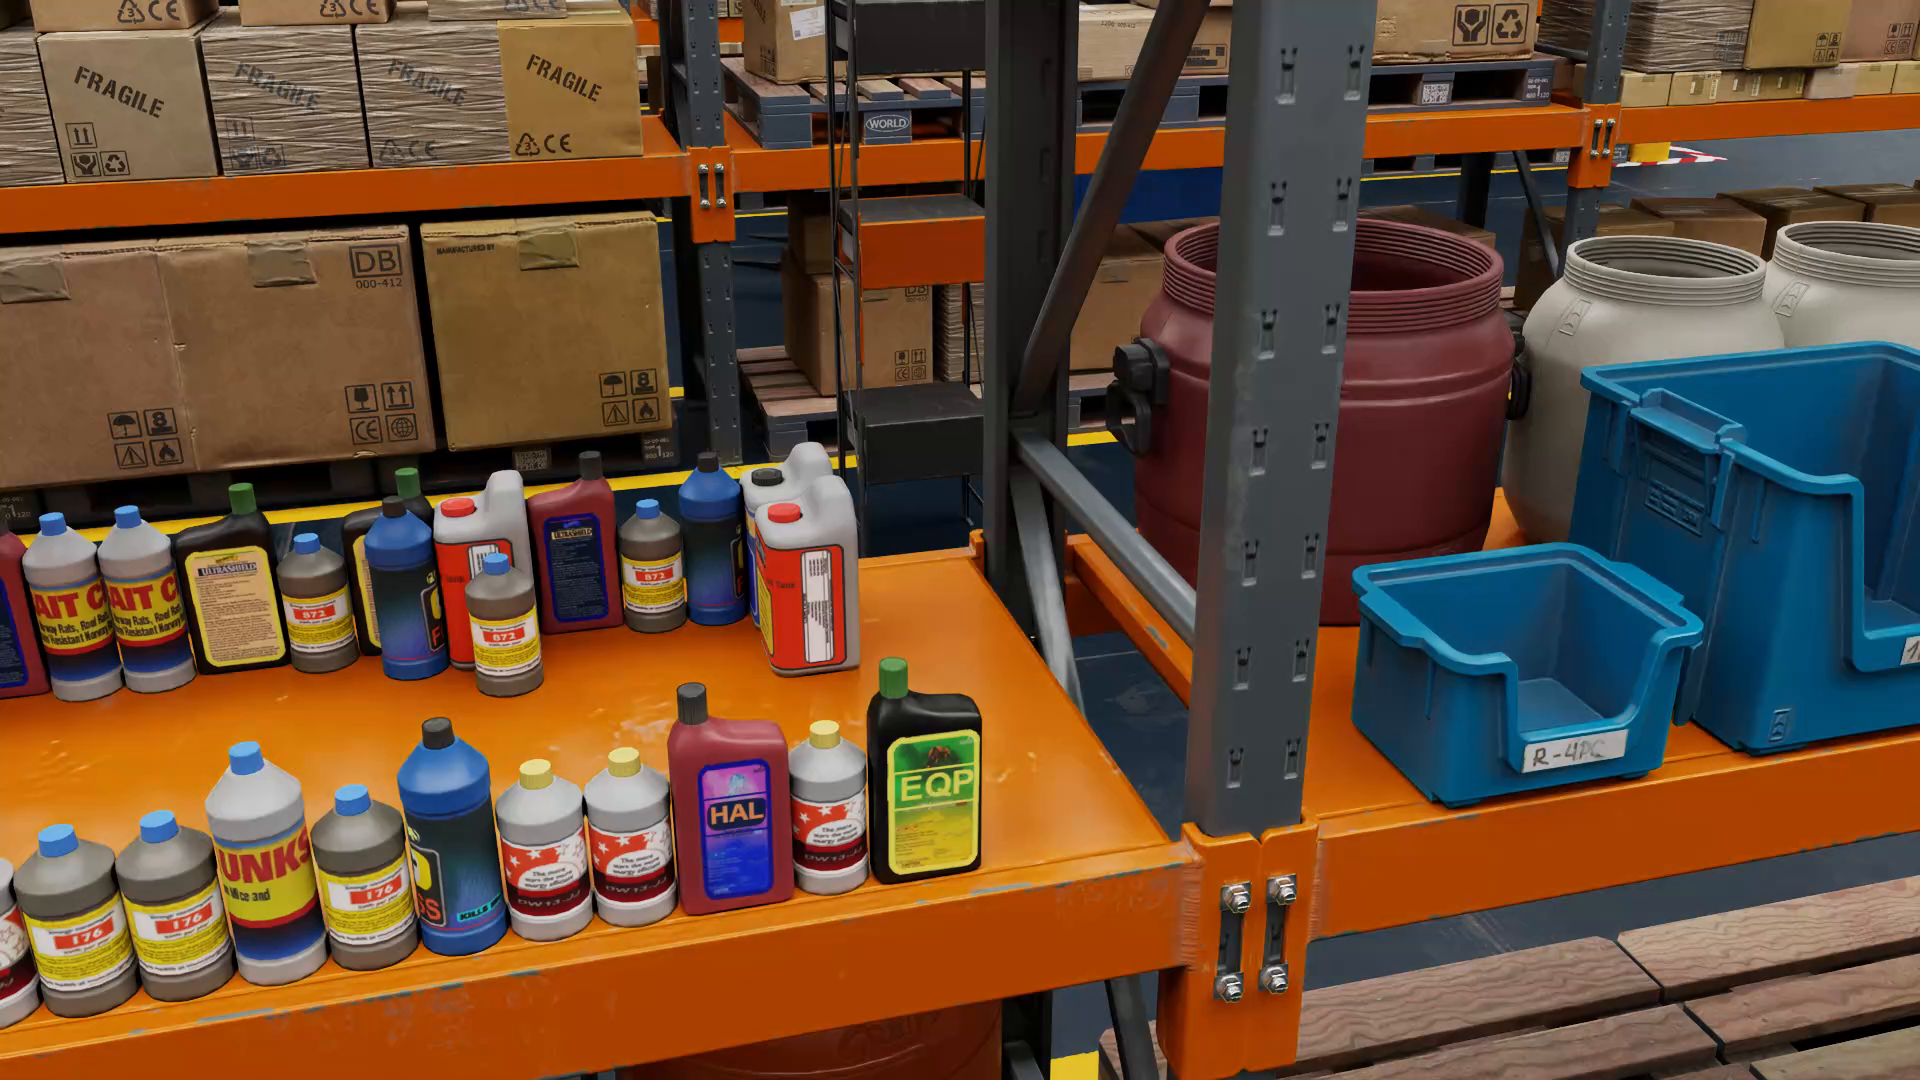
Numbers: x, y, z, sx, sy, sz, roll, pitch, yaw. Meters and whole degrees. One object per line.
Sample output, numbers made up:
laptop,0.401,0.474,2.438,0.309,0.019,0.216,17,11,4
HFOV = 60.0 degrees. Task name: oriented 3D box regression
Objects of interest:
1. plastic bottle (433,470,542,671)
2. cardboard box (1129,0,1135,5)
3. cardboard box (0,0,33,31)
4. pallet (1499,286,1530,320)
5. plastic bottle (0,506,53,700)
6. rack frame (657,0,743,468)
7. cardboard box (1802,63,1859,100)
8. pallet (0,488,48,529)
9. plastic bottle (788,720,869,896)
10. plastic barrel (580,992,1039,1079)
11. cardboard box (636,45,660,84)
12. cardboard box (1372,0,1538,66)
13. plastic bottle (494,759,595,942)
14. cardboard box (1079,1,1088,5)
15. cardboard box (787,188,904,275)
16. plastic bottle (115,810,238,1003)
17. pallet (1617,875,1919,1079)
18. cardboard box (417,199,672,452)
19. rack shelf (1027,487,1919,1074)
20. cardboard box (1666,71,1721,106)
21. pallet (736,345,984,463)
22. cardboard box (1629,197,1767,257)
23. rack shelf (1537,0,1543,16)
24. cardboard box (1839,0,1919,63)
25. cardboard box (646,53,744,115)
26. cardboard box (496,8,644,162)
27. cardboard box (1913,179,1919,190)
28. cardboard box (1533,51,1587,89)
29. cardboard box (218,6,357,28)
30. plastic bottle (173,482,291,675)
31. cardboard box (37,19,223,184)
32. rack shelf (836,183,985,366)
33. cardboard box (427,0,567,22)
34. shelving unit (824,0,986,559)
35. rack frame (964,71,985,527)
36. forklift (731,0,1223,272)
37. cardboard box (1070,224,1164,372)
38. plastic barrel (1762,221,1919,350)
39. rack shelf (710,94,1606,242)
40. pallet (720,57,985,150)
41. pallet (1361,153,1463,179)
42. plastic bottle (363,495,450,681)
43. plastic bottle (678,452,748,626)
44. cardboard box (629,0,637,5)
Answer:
plastic bottle,-0.717,0.038,2.514,0.135,0.276,0.152,-6,24,-14
cardboard box,1.073,-4.080,11.829,0.500,0.500,0.500,-6,24,-15
cardboard box,-3.680,-2.092,5.924,0.637,0.503,0.797,-6,24,-14
pallet,3.383,-1.101,8.549,1.213,0.211,1.003,-6,24,-14
plastic bottle,-1.396,0.091,2.381,0.133,0.283,0.061,-6,24,-14
rack frame,-1.105,-1.872,6.808,0.127,3.000,1.000,-6,24,-14
cardboard box,4.002,-2.191,7.871,0.250,0.149,0.380,-6,24,-14
pallet,-4.234,-0.275,6.623,1.213,0.211,1.003,-6,24,-14
plastic bottle,-0.158,0.310,1.974,0.097,0.201,0.097,0,23,0
plastic barrel,-0.234,0.872,2.634,0.708,0.830,0.600,-6,24,-14
cardboard box,-3.236,-4.676,16.143,0.625,0.372,0.950,-8,24,-18
cardboard box,1.943,-2.735,7.527,1.000,1.000,1.000,-6,24,-14
plastic bottle,-0.474,0.345,1.893,0.097,0.201,0.097,0,23,0
cardboard box,0.427,-2.283,7.405,0.258,0.266,0.396,-7,24,-16
cardboard box,-0.468,-1.353,7.259,0.500,0.250,0.500,-5,24,-12
plastic bottle,-0.849,0.387,1.796,0.097,0.201,0.097,0,23,0
pallet,2.161,1.094,3.433,1.213,0.211,1.003,-6,24,-14
cardboard box,-1.775,-1.023,6.991,0.875,0.875,1.225,-7,24,-17
rack shelf,2.158,0.126,3.064,4.000,0.370,1.077,-6,24,-14
cardboard box,3.278,-2.113,7.688,0.250,0.149,0.380,-6,24,-14
pallet,-0.353,-0.673,7.551,1.213,0.211,1.003,-6,24,-14
cardboard box,3.691,-1.433,8.424,0.500,0.500,0.500,1,23,3
rack shelf,3.429,-4.074,12.853,4.000,0.370,1.077,-6,24,-14
cardboard box,4.141,-2.636,8.086,0.500,0.500,0.875,-6,24,-14
cardboard box,-1.737,-2.955,11.654,0.750,0.750,1.050,-7,24,-15
cardboard box,-1.514,-1.771,6.447,0.500,0.500,0.500,-6,24,-13
cardboard box,5.425,-1.631,8.885,0.500,0.500,0.500,0,23,0
cardboard box,2.874,-2.317,8.164,0.250,0.149,0.380,-6,24,-14
cardboard box,-2.635,-1.857,6.648,0.500,0.500,0.500,-7,24,-15
plastic bottle,-1.080,0.057,2.462,0.133,0.283,0.061,-6,24,-14
cardboard box,-2.984,-1.610,6.071,0.500,0.500,0.500,-6,24,-13
rack shelf,-0.159,-0.935,5.800,0.480,0.518,0.431,-6,24,-14
cardboard box,-1.814,-2.307,6.423,0.637,0.503,0.797,-5,24,-13
shelving unit,-0.159,-0.947,5.795,0.503,2.100,0.431,-6,24,-14
rack frame,0.076,-0.973,5.855,0.015,2.100,0.400,-6,24,-14
forklift,0.138,-2.716,8.862,3.031,2.935,1.130,5,24,12
cardboard box,0.609,-1.131,7.694,0.500,0.500,0.700,-4,24,-10
plastic barrel,1.571,-0.278,2.952,0.421,0.512,0.421,0,23,0
rack shelf,0.820,-1.754,7.446,4.000,0.370,1.077,-6,24,-14
pallet,-0.448,-1.900,7.117,1.003,0.211,1.213,-6,24,-14
pallet,3.434,-3.093,13.190,1.213,0.211,1.003,-6,24,-14
plastic bottle,-0.819,0.066,2.456,0.097,0.271,0.097,0,23,0
plastic bottle,-0.390,-0.007,2.625,0.097,0.271,0.097,0,23,0
cardboard box,-3.895,-6.754,20.665,0.625,0.625,0.875,-6,24,-13
